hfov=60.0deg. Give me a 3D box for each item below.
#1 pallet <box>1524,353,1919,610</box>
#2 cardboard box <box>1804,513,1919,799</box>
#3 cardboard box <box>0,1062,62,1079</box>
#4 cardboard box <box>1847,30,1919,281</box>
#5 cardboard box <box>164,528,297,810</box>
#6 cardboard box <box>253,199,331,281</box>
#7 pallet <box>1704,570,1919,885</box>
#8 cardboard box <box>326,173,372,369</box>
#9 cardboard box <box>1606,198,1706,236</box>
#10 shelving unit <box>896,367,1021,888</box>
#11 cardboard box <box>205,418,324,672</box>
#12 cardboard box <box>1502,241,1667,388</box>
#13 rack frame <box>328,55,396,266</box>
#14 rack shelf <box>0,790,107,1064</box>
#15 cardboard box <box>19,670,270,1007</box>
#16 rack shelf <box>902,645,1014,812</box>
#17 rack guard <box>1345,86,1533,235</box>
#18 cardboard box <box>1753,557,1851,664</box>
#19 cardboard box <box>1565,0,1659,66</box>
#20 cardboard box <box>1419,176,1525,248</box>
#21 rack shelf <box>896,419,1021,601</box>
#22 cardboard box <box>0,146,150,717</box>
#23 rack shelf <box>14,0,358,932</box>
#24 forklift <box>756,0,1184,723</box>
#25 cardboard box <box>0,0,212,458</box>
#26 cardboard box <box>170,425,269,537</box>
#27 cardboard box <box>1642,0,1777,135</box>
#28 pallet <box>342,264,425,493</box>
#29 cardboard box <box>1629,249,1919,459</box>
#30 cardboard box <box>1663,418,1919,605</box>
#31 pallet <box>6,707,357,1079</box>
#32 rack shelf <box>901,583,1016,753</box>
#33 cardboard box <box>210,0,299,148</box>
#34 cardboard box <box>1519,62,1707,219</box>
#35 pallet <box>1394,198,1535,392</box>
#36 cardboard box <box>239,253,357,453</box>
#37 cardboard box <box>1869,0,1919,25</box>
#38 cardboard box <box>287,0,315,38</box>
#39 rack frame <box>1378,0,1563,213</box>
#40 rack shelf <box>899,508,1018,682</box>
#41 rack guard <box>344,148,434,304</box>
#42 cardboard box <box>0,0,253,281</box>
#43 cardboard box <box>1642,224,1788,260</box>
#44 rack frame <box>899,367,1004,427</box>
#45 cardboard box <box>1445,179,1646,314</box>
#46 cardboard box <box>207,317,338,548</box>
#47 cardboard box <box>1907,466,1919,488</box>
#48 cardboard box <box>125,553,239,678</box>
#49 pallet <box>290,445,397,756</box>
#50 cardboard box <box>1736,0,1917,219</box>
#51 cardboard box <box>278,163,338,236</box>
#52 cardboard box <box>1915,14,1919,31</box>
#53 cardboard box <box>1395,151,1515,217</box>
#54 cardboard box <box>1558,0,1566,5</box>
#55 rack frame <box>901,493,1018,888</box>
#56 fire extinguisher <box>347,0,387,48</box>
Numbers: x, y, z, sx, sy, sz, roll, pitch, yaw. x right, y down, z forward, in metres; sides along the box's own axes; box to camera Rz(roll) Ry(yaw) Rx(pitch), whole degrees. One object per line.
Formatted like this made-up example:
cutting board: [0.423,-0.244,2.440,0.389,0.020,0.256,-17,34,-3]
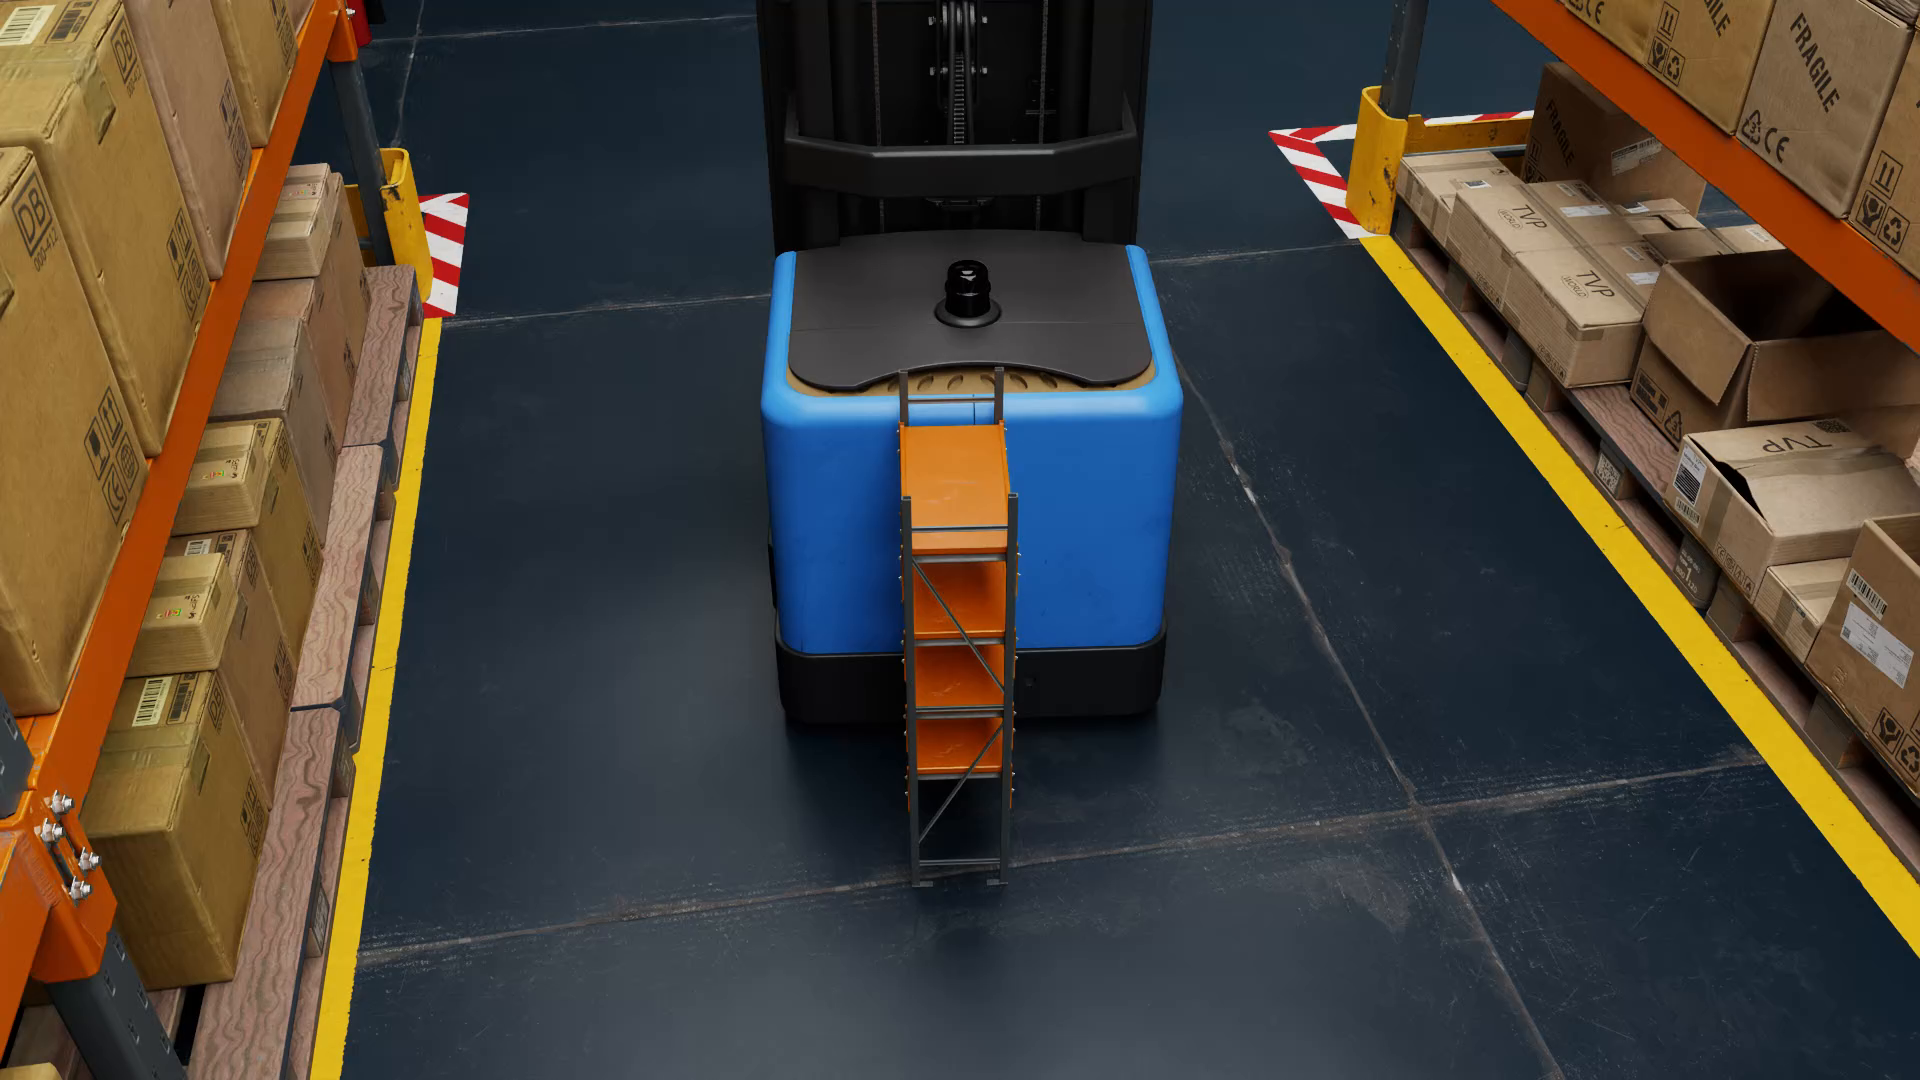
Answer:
pallet: [2.588,-0.288,5.448,1.003,0.211,1.213,-6,38,-8]
cardboard box: [2.546,0.264,4.144,0.500,0.500,0.500,-6,38,-8]
cardboard box: [-1.709,1.361,2.463,0.750,0.750,0.750,-6,38,-7]
cardboard box: [2.493,-0.861,3.831,0.500,0.500,0.500,-5,38,-7]
cardboard box: [-2.066,0.354,4.044,0.700,0.500,0.500,-7,38,-8]
cardboard box: [-2.184,-0.927,5.165,0.380,0.149,0.250,-5,38,-7]
pallet: [2.805,0.451,4.498,1.003,0.211,1.213,-6,38,-8]
cardboard box: [-2.431,-0.883,5.637,0.700,0.500,0.500,-6,38,-8]
cardboard box: [2.544,-1.150,6.236,0.380,0.166,0.250,-6,38,-8]
shelving unit: [-0.010,0.235,3.970,0.258,1.200,0.503,-1,38,-2]
cardboard box: [-2.154,0.044,4.443,0.700,0.500,0.500,-5,38,-7]
cardboard box: [2.215,-0.776,5.687,0.500,0.250,0.500,-6,38,-8]
rack frame: [-2.653,-2.116,5.529,1.000,3.000,0.127,-6,38,-8]
rack shelf: [-1.601,1.792,1.085,1.077,0.370,4.000,-6,38,-8]
cardboard box: [-1.982,0.658,3.653,0.700,0.500,0.500,-6,38,-7]
rack shelf: [-0.010,0.445,4.133,0.258,0.148,0.480,-1,38,-2]
rack guard: [2.237,-1.618,6.926,1.175,0.500,0.348,-6,38,-8]
cardboard box: [2.421,0.183,4.535,0.380,0.149,0.250,-6,38,-8]
cardboard box: [2.223,-1.780,5.015,0.500,0.500,0.500,-6,38,-8]
cardboard box: [2.003,-1.266,6.385,0.380,0.166,0.250,-6,38,-8]
rack shelf: [-0.010,-0.075,3.729,0.258,0.148,0.480,-1,38,-2]
cardboard box: [-2.030,-0.148,2.751,0.980,0.700,0.700,-6,38,-7]
rack shelf: [-2.302,-0.624,4.195,1.077,0.370,4.000,-6,38,-8]
forklift: [-0.025,-1.543,4.847,1.130,2.935,3.031,-1,38,-2]
cardboard box: [-2.153,-0.590,3.320,0.980,0.700,0.700,-7,38,-9]
cardboard box: [-1.954,-0.140,4.151,0.380,0.149,0.250,-7,38,-9]
cardboard box: [2.309,-1.478,4.626,0.500,0.500,0.500,-6,38,-7]
pallet: [-2.435,-0.541,5.774,1.003,0.211,1.213,-6,38,-8]
cardboard box: [2.590,-0.558,5.199,0.797,0.503,0.637,-6,38,-8]
cardboard box: [2.414,-0.114,4.785,0.500,0.311,0.500,-6,38,-8]
pallet: [-2.008,0.933,3.877,1.003,0.211,1.213,-6,38,-8]
rack shelf: [-0.010,0.288,4.011,0.258,0.148,0.480,-1,38,-2]
cardboard box: [-2.415,-1.490,4.478,0.980,0.700,0.700,-7,38,-8]
cardboard box: [2.561,-1.536,6.461,0.500,0.500,0.500,-6,38,-8]
pallet: [2.378,-1.023,6.395,1.003,0.211,1.213,-6,38,-8]
cardboard box: [-2.344,-0.581,5.248,0.700,0.500,0.500,-6,38,-8]
cardboard box: [2.401,-1.561,3.918,0.500,0.500,0.500,-6,38,-8]
cardboard box: [-2.553,-1.928,5.042,0.980,0.700,0.700,-5,38,-6]
rack frame: [2.224,-2.652,6.218,1.000,3.000,0.127,-6,38,-8]
rack shelf: [-0.010,0.111,3.874,0.258,0.148,0.480,-1,38,-2]
rack guard: [-2.657,-1.144,6.315,1.175,0.500,0.348,-6,38,-8]
cardboard box: [-2.290,-1.028,3.884,0.980,0.700,0.700,-8,39,-10]
cardboard box: [2.698,-0.860,5.795,0.500,0.250,0.500,-6,38,-8]
rack frame: [-0.020,0.085,4.162,0.240,1.200,0.015,-1,38,-2]
cardboard box: [2.127,-1.078,6.076,0.500,0.250,0.500,-6,38,-8]
cardboard box: [-2.255,-0.277,4.857,0.700,0.500,0.500,-7,38,-9]
cardboard box: [2.903,-0.089,4.870,0.380,0.166,0.250,-6,38,-8]
cardboard box: [-1.862,0.175,3.746,0.380,0.149,0.250,-5,38,-6]
pallet: [-2.225,0.195,4.827,1.003,0.211,1.213,-6,38,-8]
cardboard box: [2.401,-1.171,4.230,0.500,0.500,0.500,-5,38,-7]
cardboard box: [-2.230,-1.081,5.363,0.380,0.149,0.250,-7,38,-8]
cardboard box: [2.489,-1.257,3.526,0.500,0.500,0.500,-7,38,-9]
cardboard box: [1.959,-1.410,6.585,0.380,0.149,0.250,-6,38,-8]
cardboard box: [2.137,-2.084,5.405,0.500,0.500,0.500,-7,38,-8]
rack frame: [0.000,0.384,3.777,0.240,1.200,0.015,-1,38,-2]
fire extinguisher: [-2.225,-2.079,5.849,0.296,0.674,0.183,-6,38,-8]
